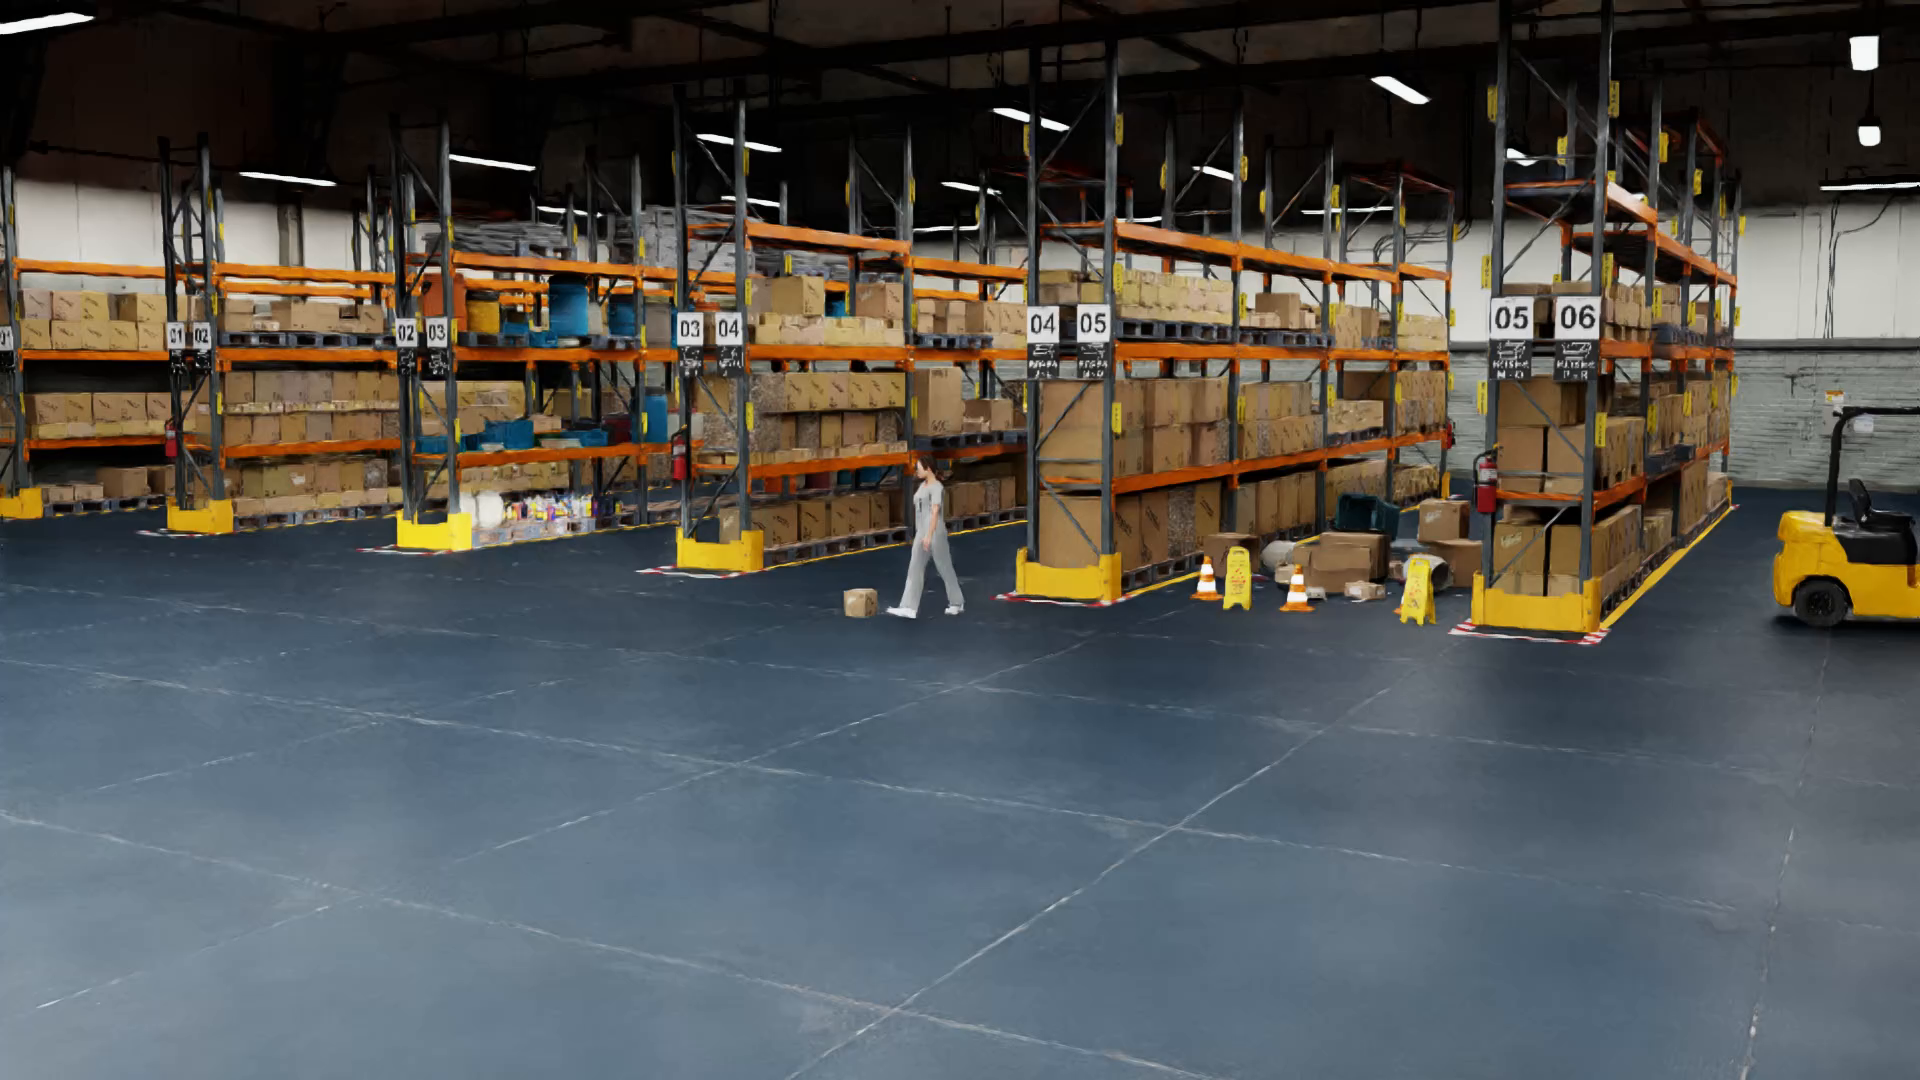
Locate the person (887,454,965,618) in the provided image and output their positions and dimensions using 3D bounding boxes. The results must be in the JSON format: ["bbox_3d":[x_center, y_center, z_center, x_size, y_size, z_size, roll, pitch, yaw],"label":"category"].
[{"bbox_3d":[-0.307,-0.043,16.670,0.870,1.643,0.552,-4,7,-31],"label":"person"}]
